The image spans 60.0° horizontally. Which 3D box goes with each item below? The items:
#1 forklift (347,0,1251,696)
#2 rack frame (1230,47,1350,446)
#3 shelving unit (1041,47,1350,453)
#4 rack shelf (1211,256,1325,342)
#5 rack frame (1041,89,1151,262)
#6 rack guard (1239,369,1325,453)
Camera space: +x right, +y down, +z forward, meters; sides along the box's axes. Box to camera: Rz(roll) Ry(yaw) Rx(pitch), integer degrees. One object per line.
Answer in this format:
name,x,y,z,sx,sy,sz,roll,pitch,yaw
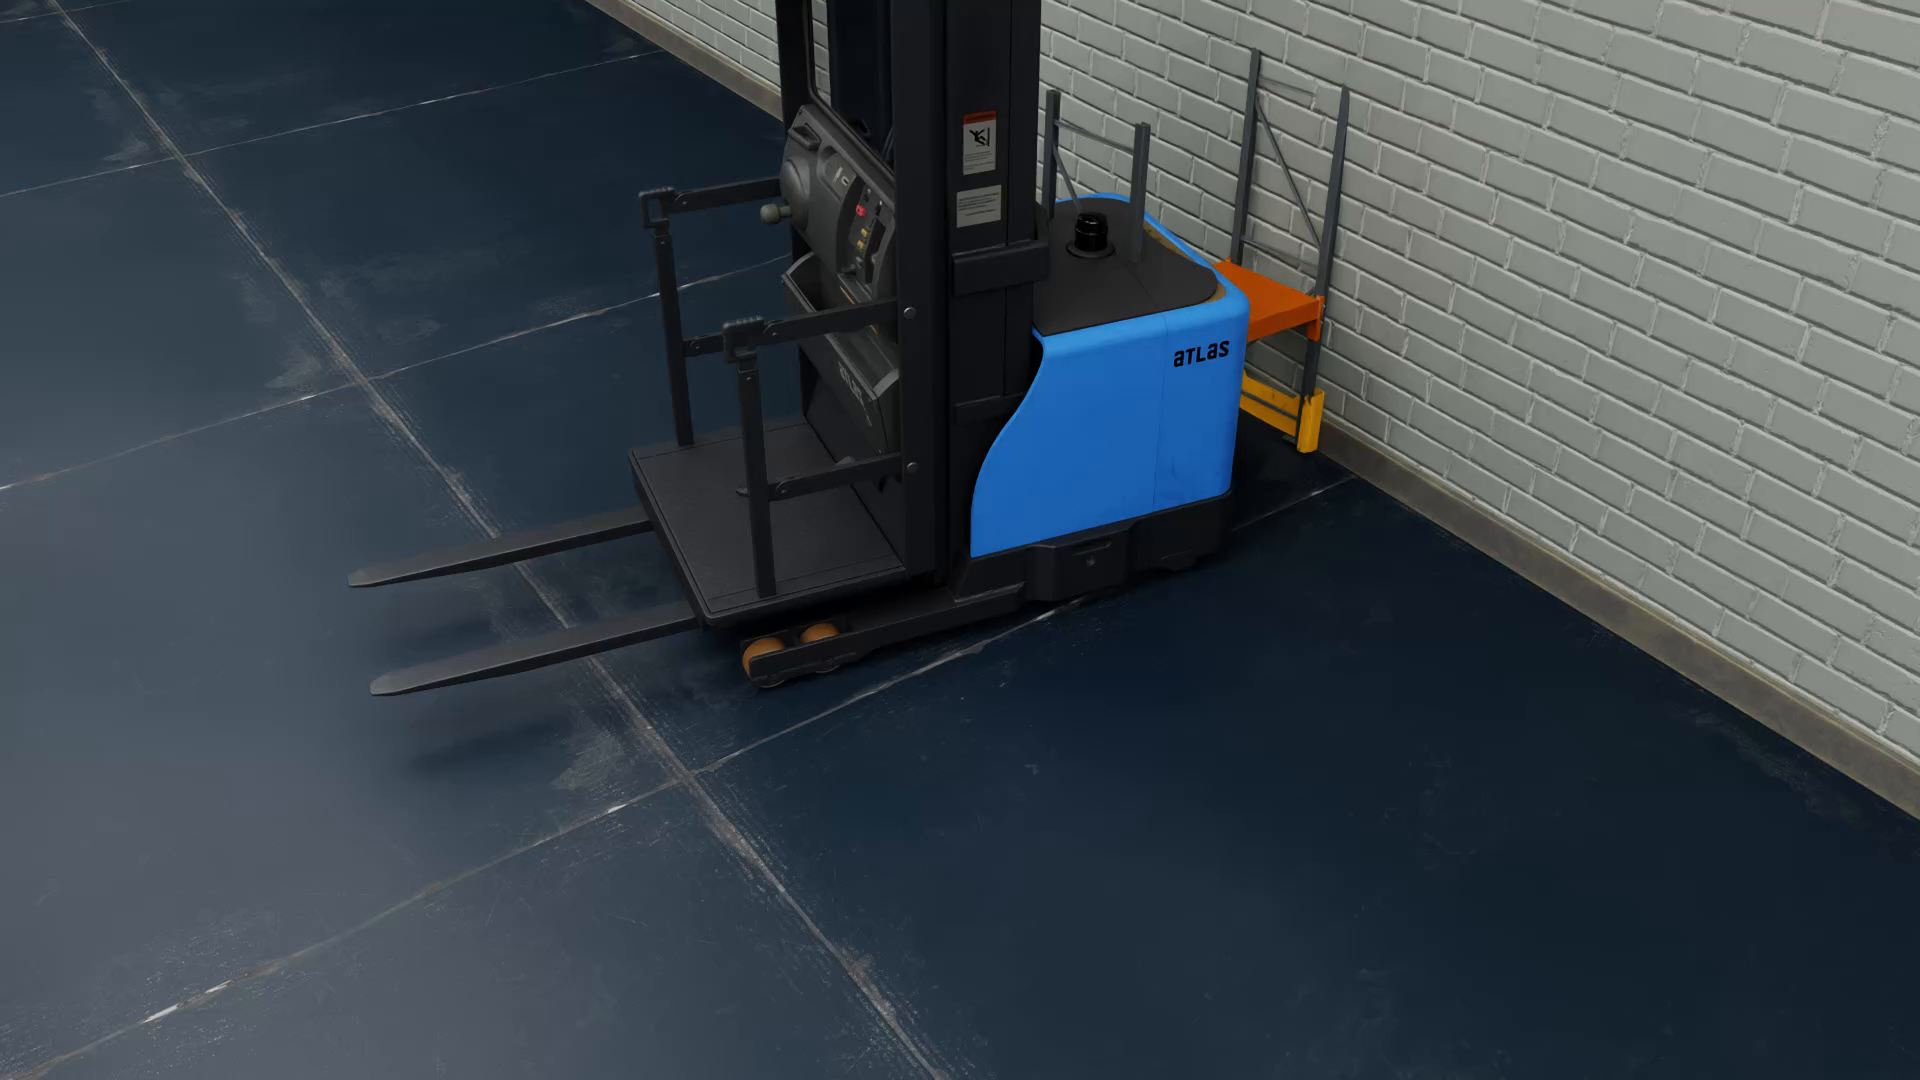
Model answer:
forklift,-0.576,-1.048,5.197,3.031,2.935,1.130,-14,38,-18
rack frame,1.258,-1.124,6.531,0.032,1.500,0.500,-21,37,-32
shelving unit,0.861,-0.973,6.268,1.083,1.500,0.587,-21,37,-32
rack shelf,0.851,-0.816,6.356,1.000,0.185,0.538,-21,37,-32
rack frame,0.450,-0.818,5.995,0.032,1.500,0.500,-21,37,-32
rack guard,1.246,-0.587,6.852,0.087,0.250,0.587,-21,37,-32
